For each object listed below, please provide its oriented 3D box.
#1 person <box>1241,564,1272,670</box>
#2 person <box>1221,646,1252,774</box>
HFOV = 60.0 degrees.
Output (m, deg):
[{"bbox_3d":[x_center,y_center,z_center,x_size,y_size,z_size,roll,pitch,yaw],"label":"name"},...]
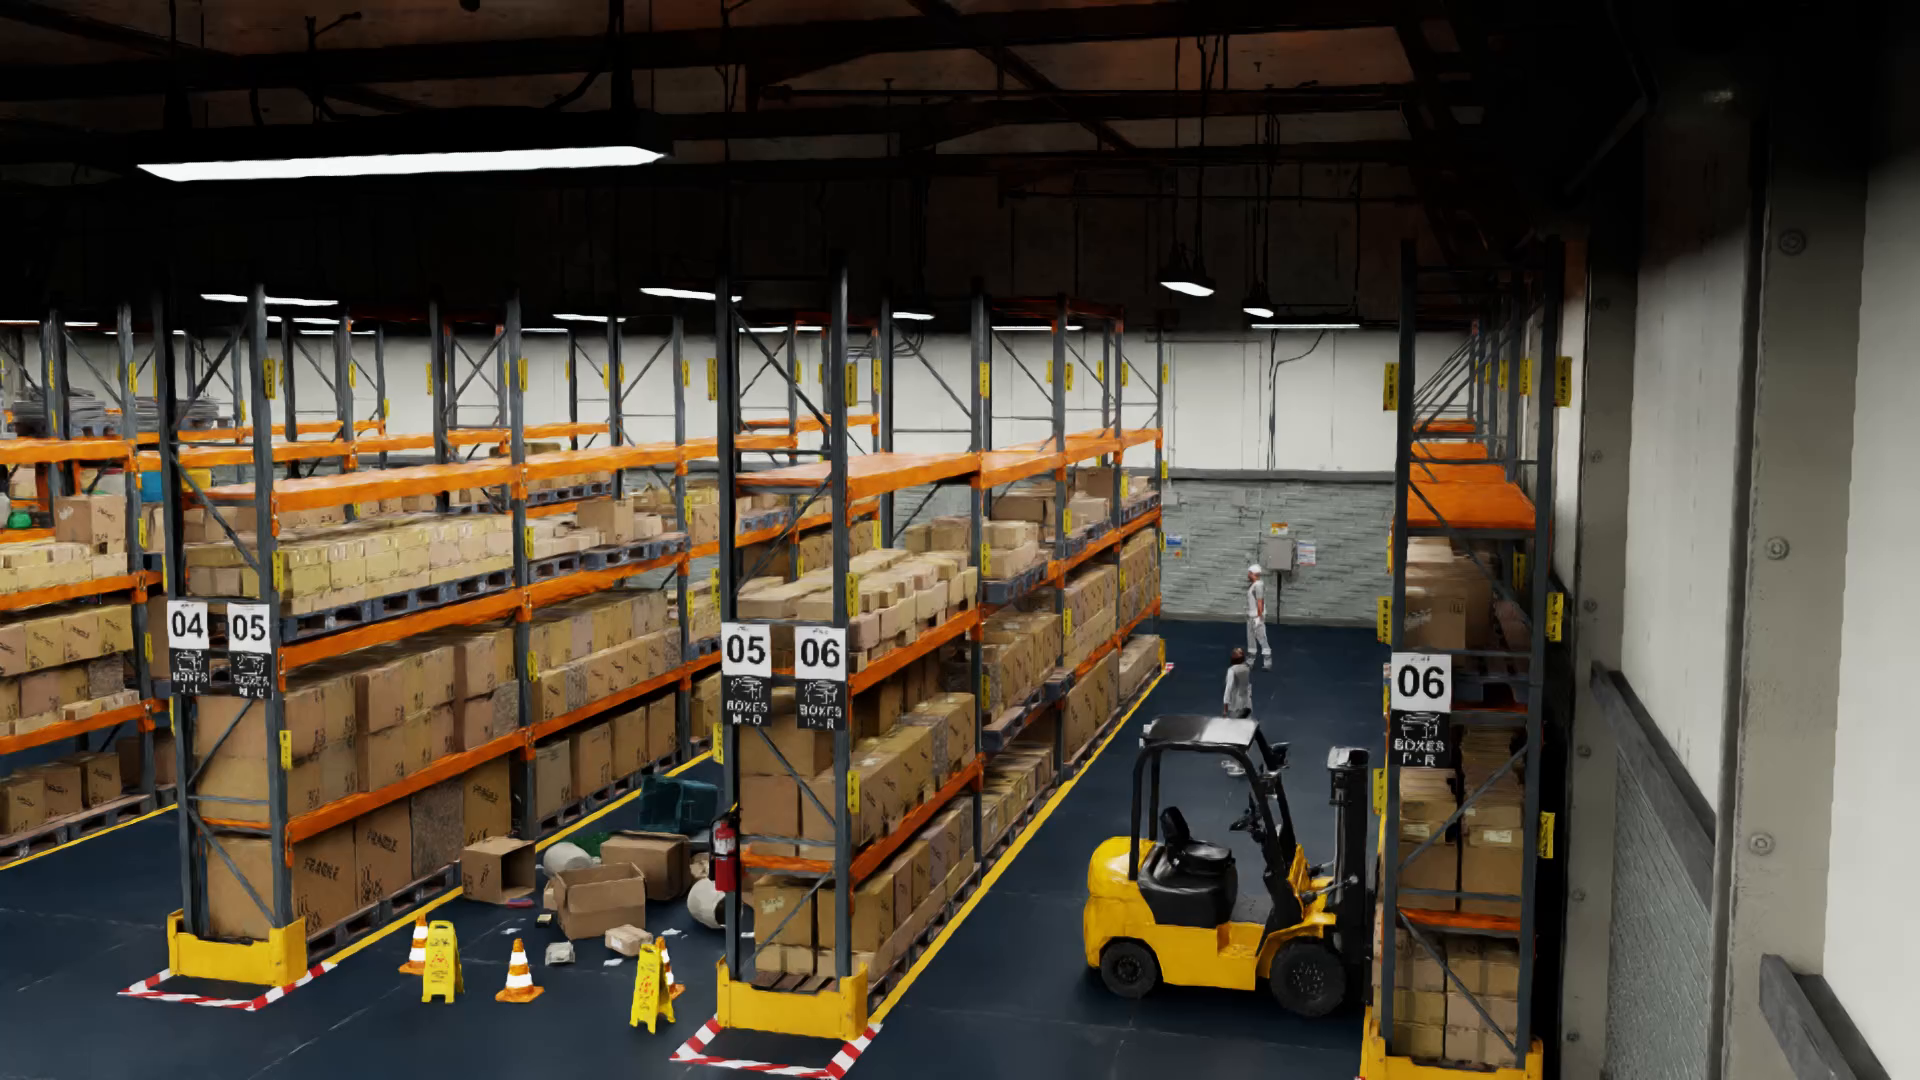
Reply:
[{"bbox_3d":[5.012,1.301,28.180,0.540,1.792,0.663,0,6,-2],"label":"person"},{"bbox_3d":[3.502,2.136,21.066,0.527,1.590,0.529,6,8,43],"label":"person"}]
